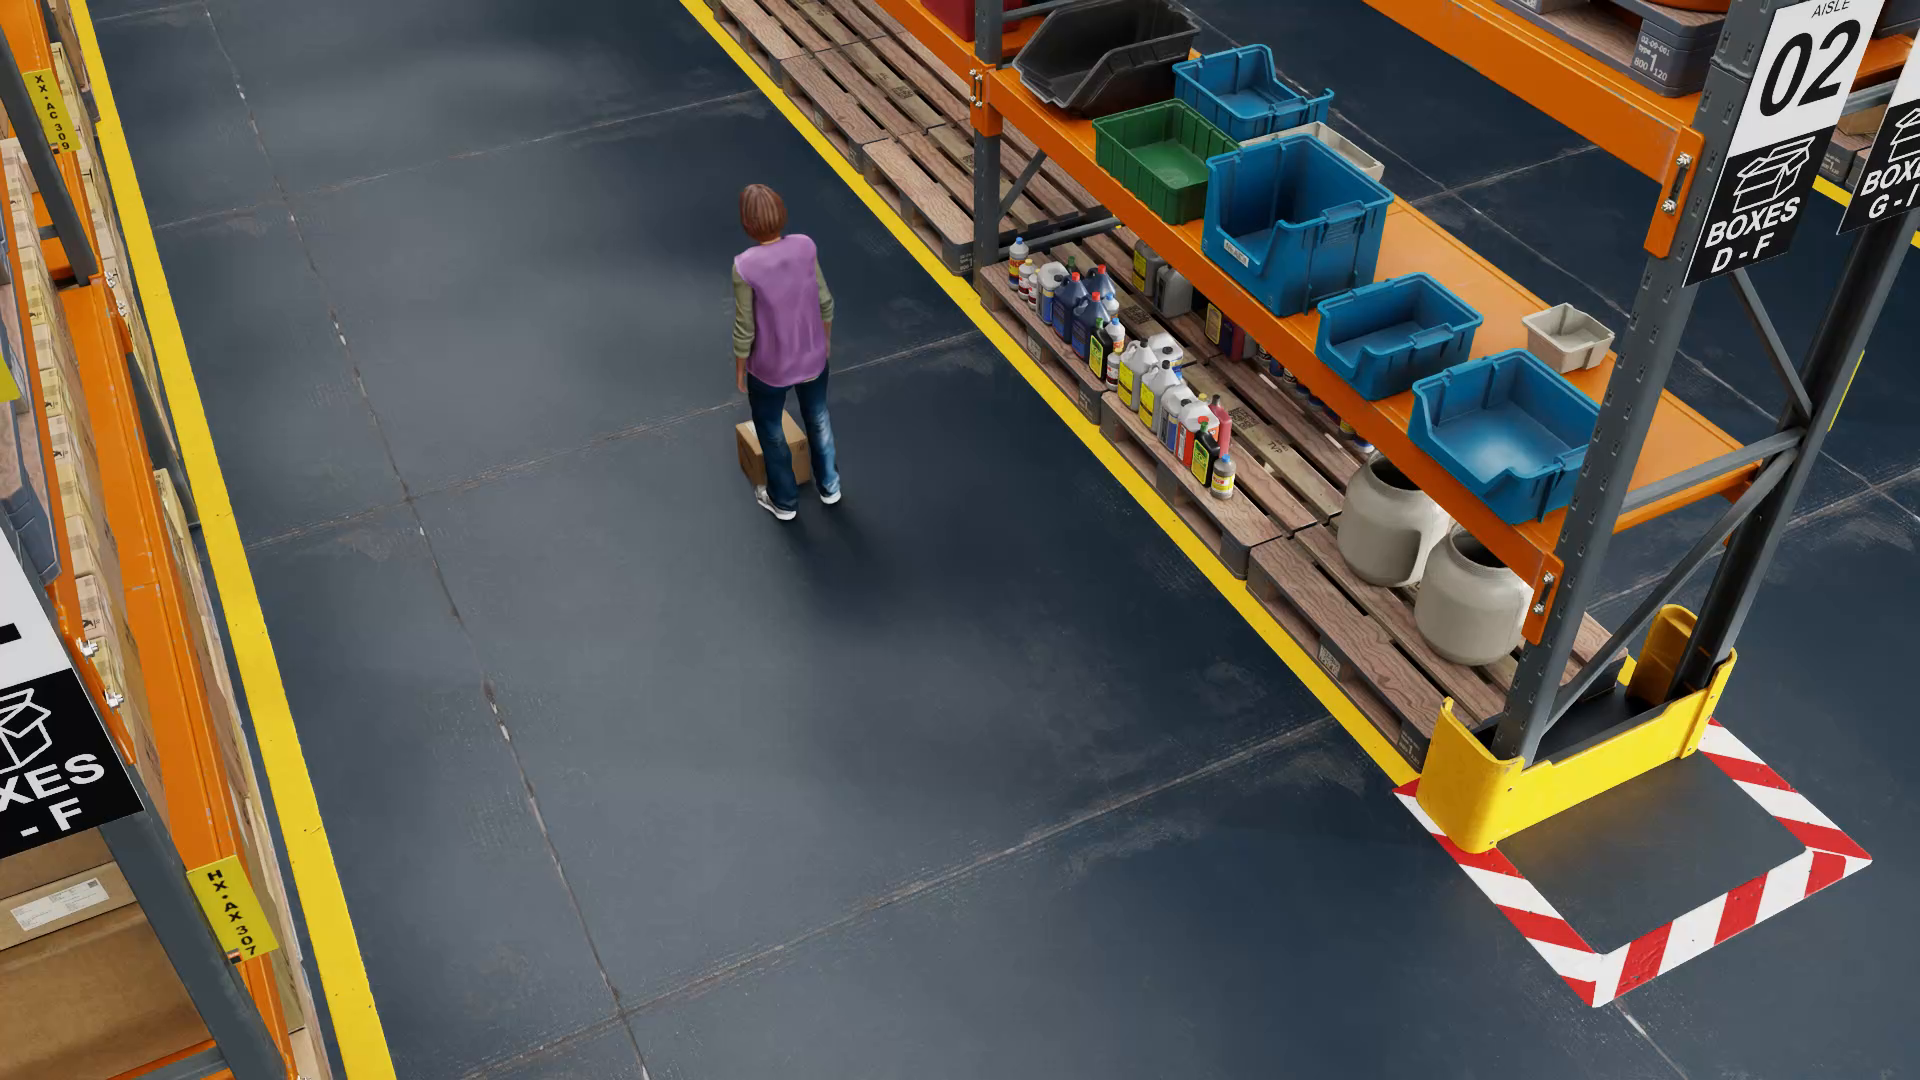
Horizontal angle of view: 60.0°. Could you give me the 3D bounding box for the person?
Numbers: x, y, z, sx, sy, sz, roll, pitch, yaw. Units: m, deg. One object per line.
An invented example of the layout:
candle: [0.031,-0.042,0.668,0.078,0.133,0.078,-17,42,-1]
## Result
person: [-0.737,-0.761,7.018,0.471,1.592,0.348,-21,46,-22]
